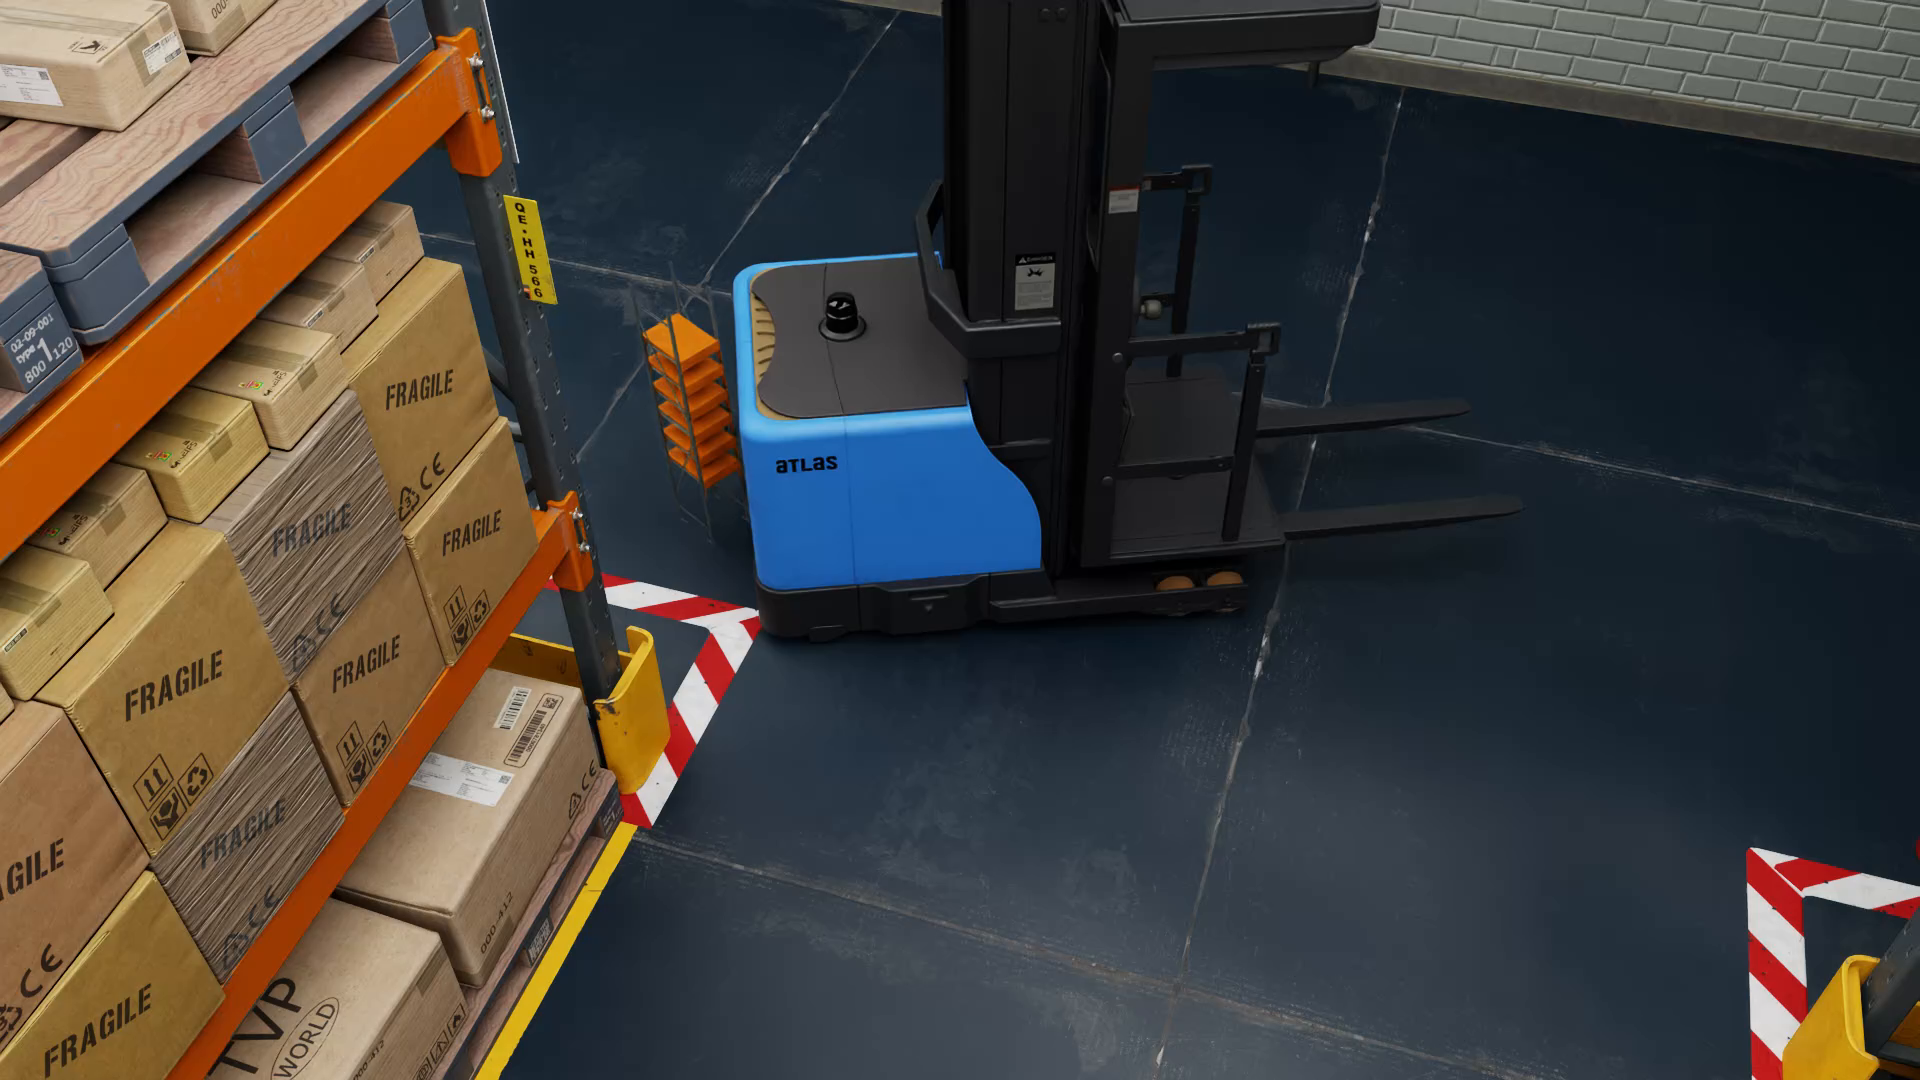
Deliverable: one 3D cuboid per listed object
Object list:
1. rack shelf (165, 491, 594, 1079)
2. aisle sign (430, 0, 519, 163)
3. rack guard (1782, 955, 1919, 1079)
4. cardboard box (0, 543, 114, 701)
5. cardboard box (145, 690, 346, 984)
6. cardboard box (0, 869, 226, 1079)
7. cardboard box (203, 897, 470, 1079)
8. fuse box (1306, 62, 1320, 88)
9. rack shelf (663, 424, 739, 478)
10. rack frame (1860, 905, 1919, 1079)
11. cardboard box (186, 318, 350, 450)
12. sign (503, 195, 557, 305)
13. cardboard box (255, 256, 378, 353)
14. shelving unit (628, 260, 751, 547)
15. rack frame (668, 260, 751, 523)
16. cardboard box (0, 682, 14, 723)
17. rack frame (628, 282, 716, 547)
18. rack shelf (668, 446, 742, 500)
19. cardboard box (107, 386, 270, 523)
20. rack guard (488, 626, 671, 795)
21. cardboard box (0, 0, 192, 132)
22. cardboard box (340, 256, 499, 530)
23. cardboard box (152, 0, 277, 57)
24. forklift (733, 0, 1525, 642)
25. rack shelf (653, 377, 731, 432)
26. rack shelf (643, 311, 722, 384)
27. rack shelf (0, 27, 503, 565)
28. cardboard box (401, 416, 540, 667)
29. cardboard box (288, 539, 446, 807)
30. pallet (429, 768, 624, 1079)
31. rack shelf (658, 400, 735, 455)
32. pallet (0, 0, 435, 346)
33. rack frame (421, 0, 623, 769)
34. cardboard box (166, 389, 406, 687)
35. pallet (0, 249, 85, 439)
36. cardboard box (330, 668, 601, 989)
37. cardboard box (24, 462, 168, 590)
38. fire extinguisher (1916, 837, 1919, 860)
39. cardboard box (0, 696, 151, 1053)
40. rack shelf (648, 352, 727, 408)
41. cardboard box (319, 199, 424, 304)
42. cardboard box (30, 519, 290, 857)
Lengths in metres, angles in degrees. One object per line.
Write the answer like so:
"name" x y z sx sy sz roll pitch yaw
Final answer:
"rack shelf" -2.253 1.202 3.891 1.077 0.370 4.000 13 46 13
"aisle sign" -1.330 -1.299 4.074 0.394 0.787 0.004 13 46 13
"rack guard" 3.061 1.605 4.752 1.175 0.500 0.348 13 46 13
"cardboard box" -1.900 0.131 3.221 0.380 0.149 0.250 14 46 13
"cardboard box" -1.854 0.630 3.890 0.500 0.500 0.500 14 46 14
"cardboard box" -1.998 0.977 3.535 0.500 0.500 0.500 14 46 14
"cardboard box" -2.021 1.451 4.655 0.875 0.438 0.875 14 46 14
"fuse box" 1.995 -3.149 8.744 0.539 1.711 0.414 13 46 13
"rack shelf" -1.021 -0.384 6.514 0.180 0.103 0.258 -36 55 -28
"rack frame" 3.084 0.661 3.930 1.000 3.000 0.127 13 46 13
"cardboard box" -1.617 -0.367 3.730 0.380 0.149 0.250 12 46 12
"sign" -1.135 -0.762 4.387 0.100 0.325 0.005 13 46 13
"cardboard box" -1.620 -0.557 3.924 0.380 0.149 0.250 13 46 13
"shelving unit" -1.026 -0.498 6.396 0.189 1.200 0.258 -36 55 -28
"rack frame" -0.961 -0.545 6.439 0.006 1.200 0.240 -36 55 -28
"cardboard box" -1.997 0.302 3.047 0.380 0.149 0.250 14 46 14
"rack frame" -1.091 -0.450 6.353 0.006 1.200 0.240 -36 55 -28
"rack shelf" -1.017 -0.300 6.600 0.180 0.103 0.258 -36 55 -28
"cardboard box" -1.733 -0.208 3.568 0.380 0.149 0.250 14 46 13
"rack guard" -1.640 0.489 5.892 1.175 0.500 0.348 13 46 13
"cardboard box" -1.749 -0.941 3.230 0.380 0.149 0.250 9 45 9
"cardboard box" -1.567 -0.409 4.237 0.500 0.500 0.500 14 46 14
"cardboard box" -1.698 -1.273 3.497 0.500 0.250 0.500 9 45 9
"forklift" 0.687 -1.115 5.793 3.031 2.935 1.130 -5 45 -5
"rack shelf" -1.028 -0.550 6.341 0.180 0.103 0.258 -36 55 -28
"rack shelf" -1.035 -0.717 6.169 0.180 0.103 0.258 -36 55 -28
"rack shelf" -2.253 0.130 2.842 1.077 0.370 4.000 13 46 13
"cardboard box" -1.542 -0.046 4.581 0.500 0.500 0.500 13 46 13
"cardboard box" -1.708 0.285 4.242 0.500 0.500 0.500 12 46 12
"pallet" -1.815 1.158 5.415 1.003 0.211 1.213 13 46 13
"rack shelf" -1.025 -0.467 6.428 0.180 0.103 0.258 -36 55 -28
"pallet" -1.862 -0.932 3.476 1.003 0.211 1.213 13 46 13
"rack frame" -1.648 -0.388 5.002 1.000 3.000 0.127 13 46 13
"cardboard box" -1.697 -0.055 3.875 0.500 0.500 0.500 13 46 13
"pallet" -2.230 -0.116 2.642 1.003 0.211 1.213 13 46 13
"cardboard box" -1.752 0.839 5.280 0.875 0.438 0.875 11 45 11
"cardboard box" -1.880 -0.049 3.405 0.380 0.149 0.250 12 46 12
"fire extinguisher" 2.688 0.626 4.288 0.296 0.674 0.183 13 46 13
"cardboard box" -2.004 0.609 3.196 0.500 0.500 0.500 12 46 12
"rack shelf" -1.032 -0.634 6.255 0.180 0.103 0.258 -36 55 -28
"cardboard box" -1.566 -0.731 4.102 0.380 0.149 0.250 13 46 13
"cardboard box" -1.850 0.274 3.539 0.500 0.500 0.500 12 46 12
